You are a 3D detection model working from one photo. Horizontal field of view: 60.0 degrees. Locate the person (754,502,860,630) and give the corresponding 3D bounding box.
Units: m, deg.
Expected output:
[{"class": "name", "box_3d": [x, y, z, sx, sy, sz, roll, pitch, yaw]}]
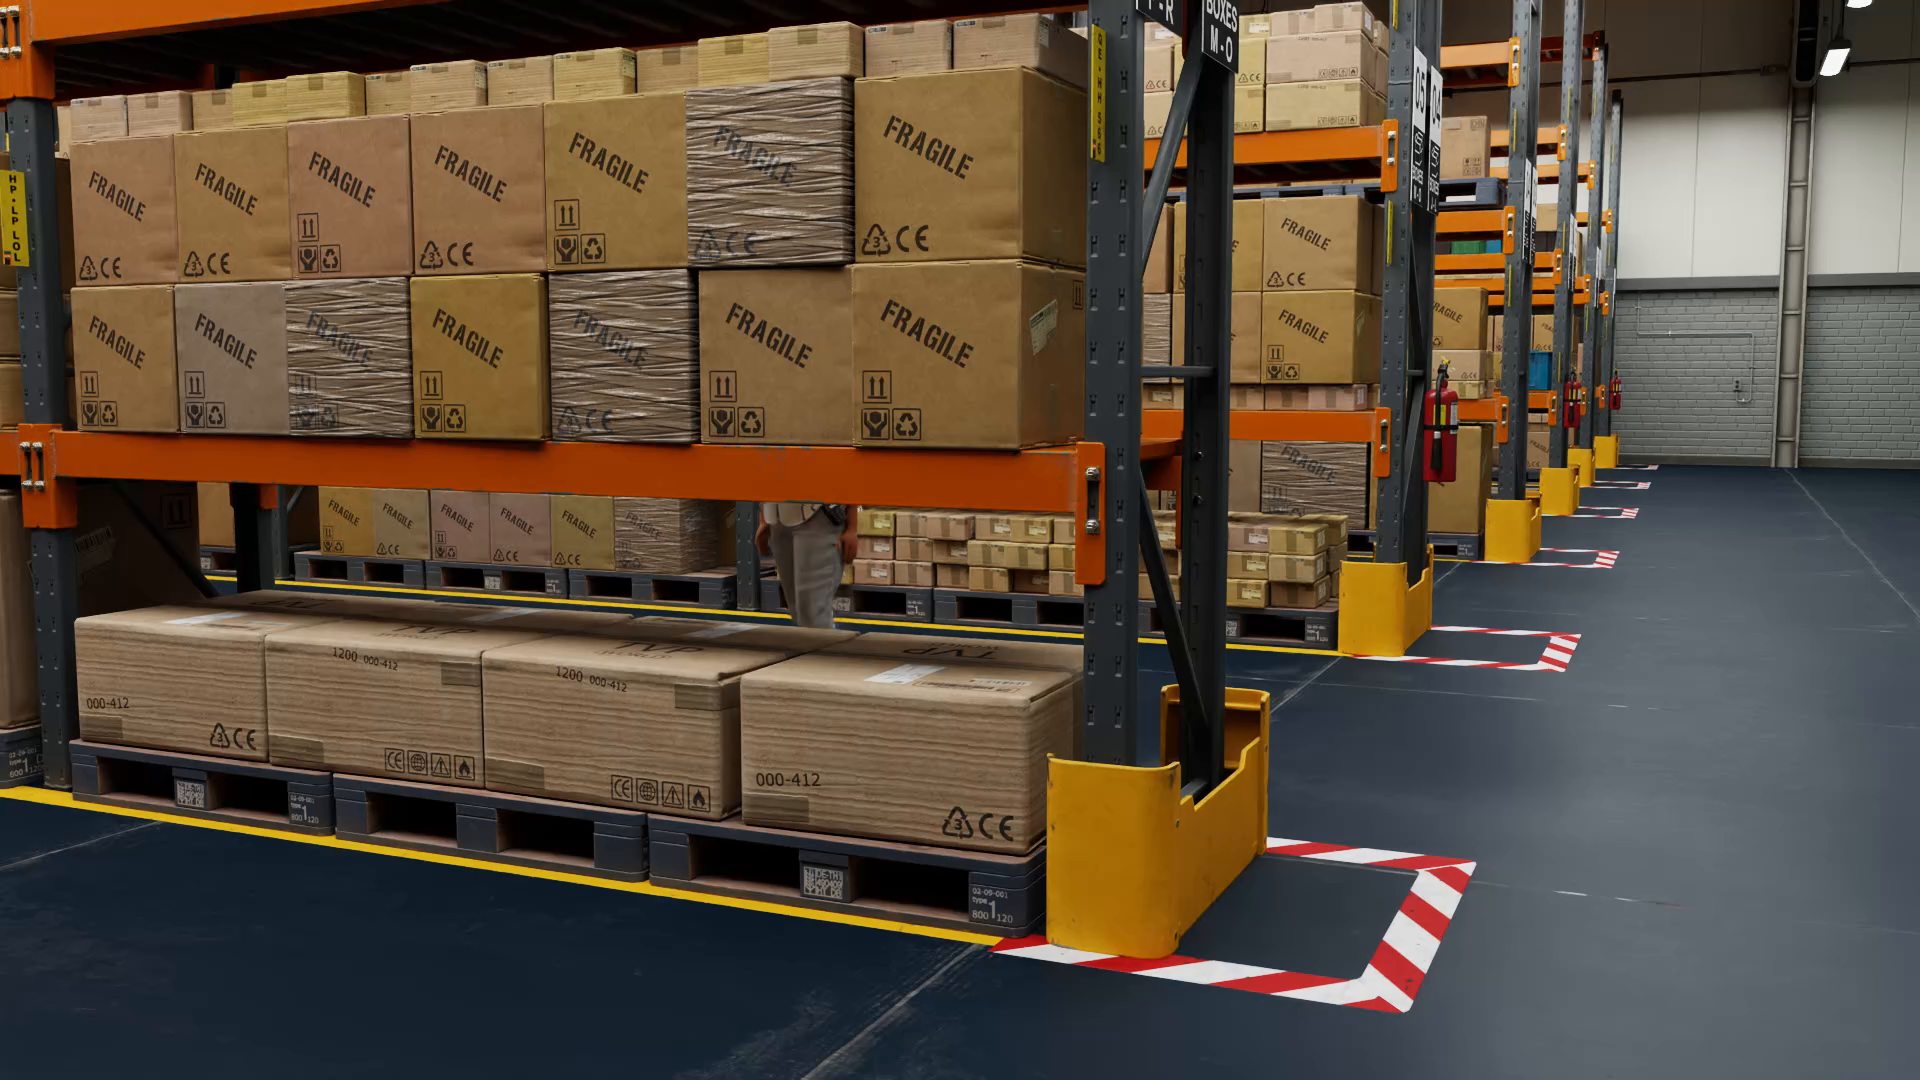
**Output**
[{"class": "person", "box_3d": [-0.725, -0.054, 7.251, 0.586, 1.654, 0.537, -5, 8, -43]}]
